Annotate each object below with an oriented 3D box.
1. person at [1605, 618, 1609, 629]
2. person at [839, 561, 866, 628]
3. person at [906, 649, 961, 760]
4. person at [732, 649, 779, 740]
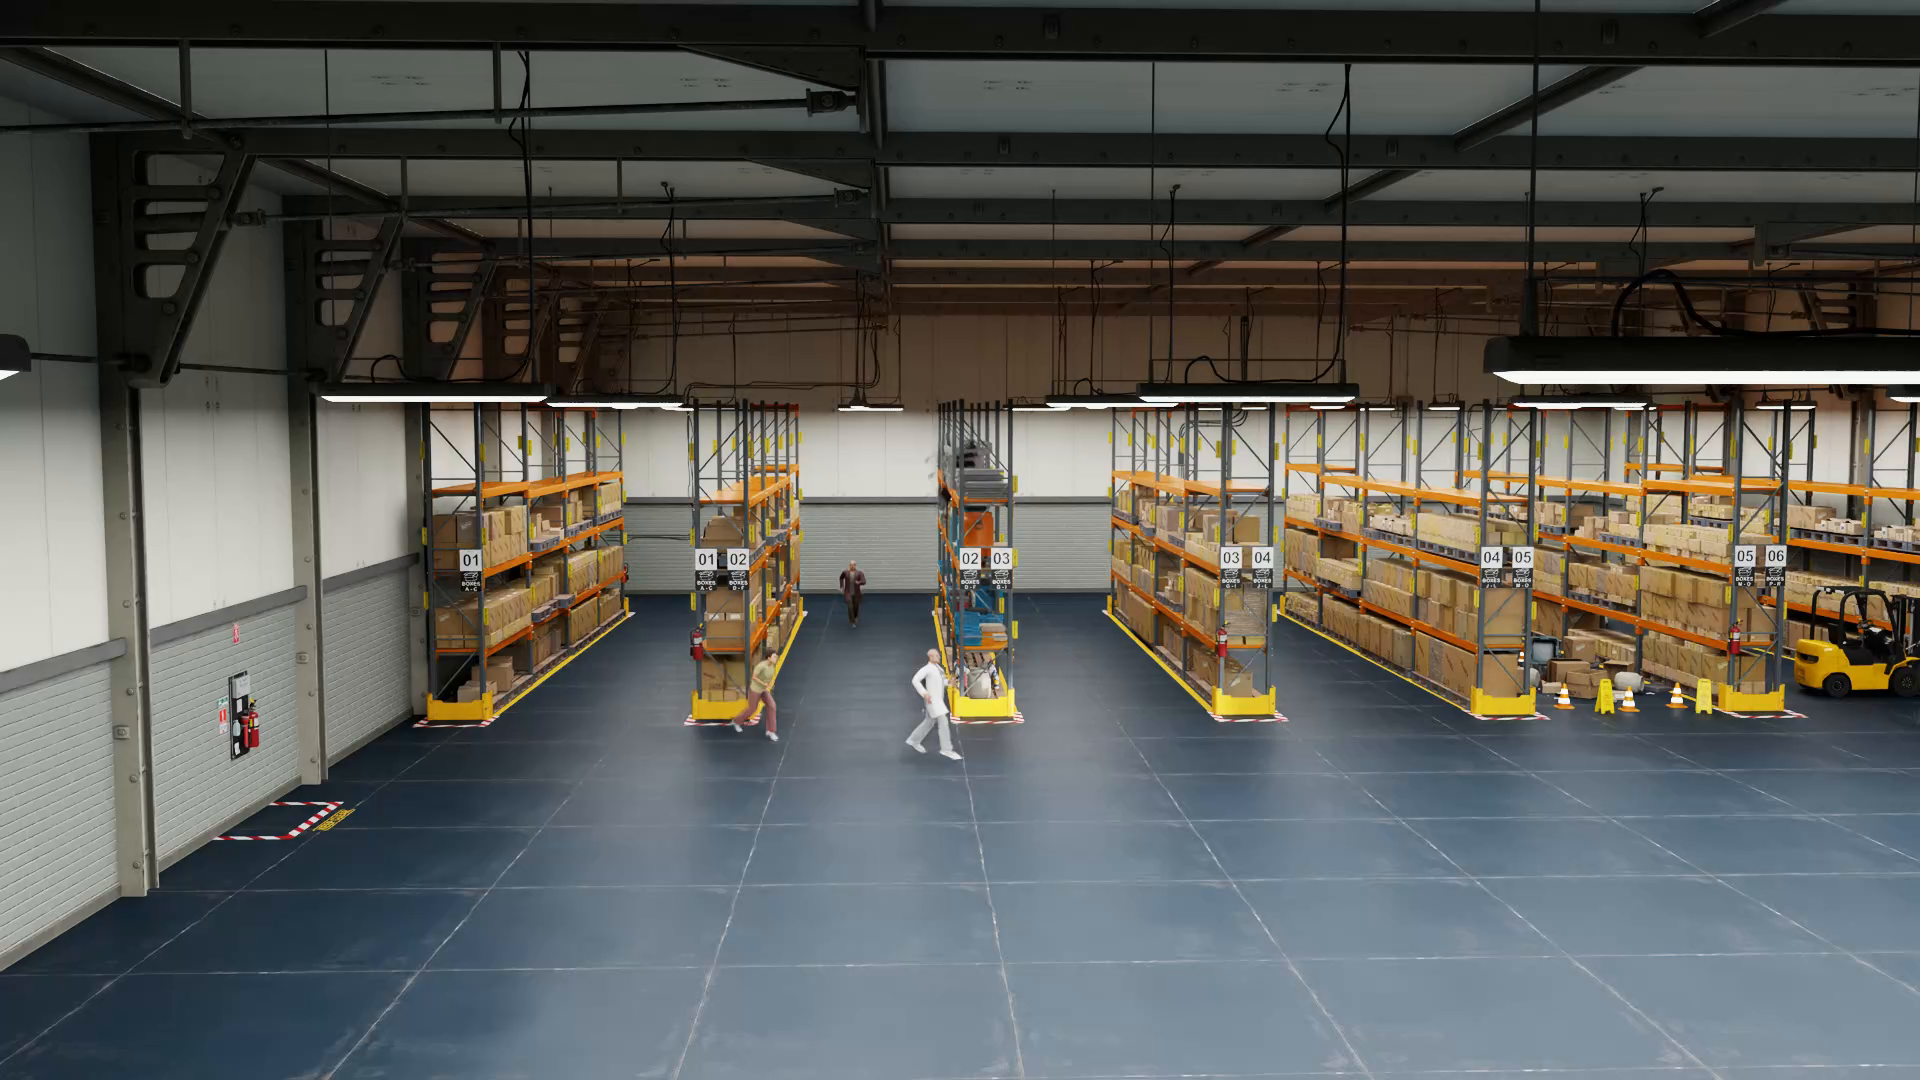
[{"bbox_3d":[16.607,1.610,42.804,0.655,1.752,0.699,0,4,-4],"label":"person"},{"bbox_3d":[-2.866,1.431,44.444,0.701,1.761,1.049,0,4,-6],"label":"person"},{"bbox_3d":[-0.440,2.759,27.644,0.995,1.717,0.678,1,4,14],"label":"person"},{"bbox_3d":[-3.611,2.711,29.419,1.008,1.622,0.614,2,5,25],"label":"person"}]
